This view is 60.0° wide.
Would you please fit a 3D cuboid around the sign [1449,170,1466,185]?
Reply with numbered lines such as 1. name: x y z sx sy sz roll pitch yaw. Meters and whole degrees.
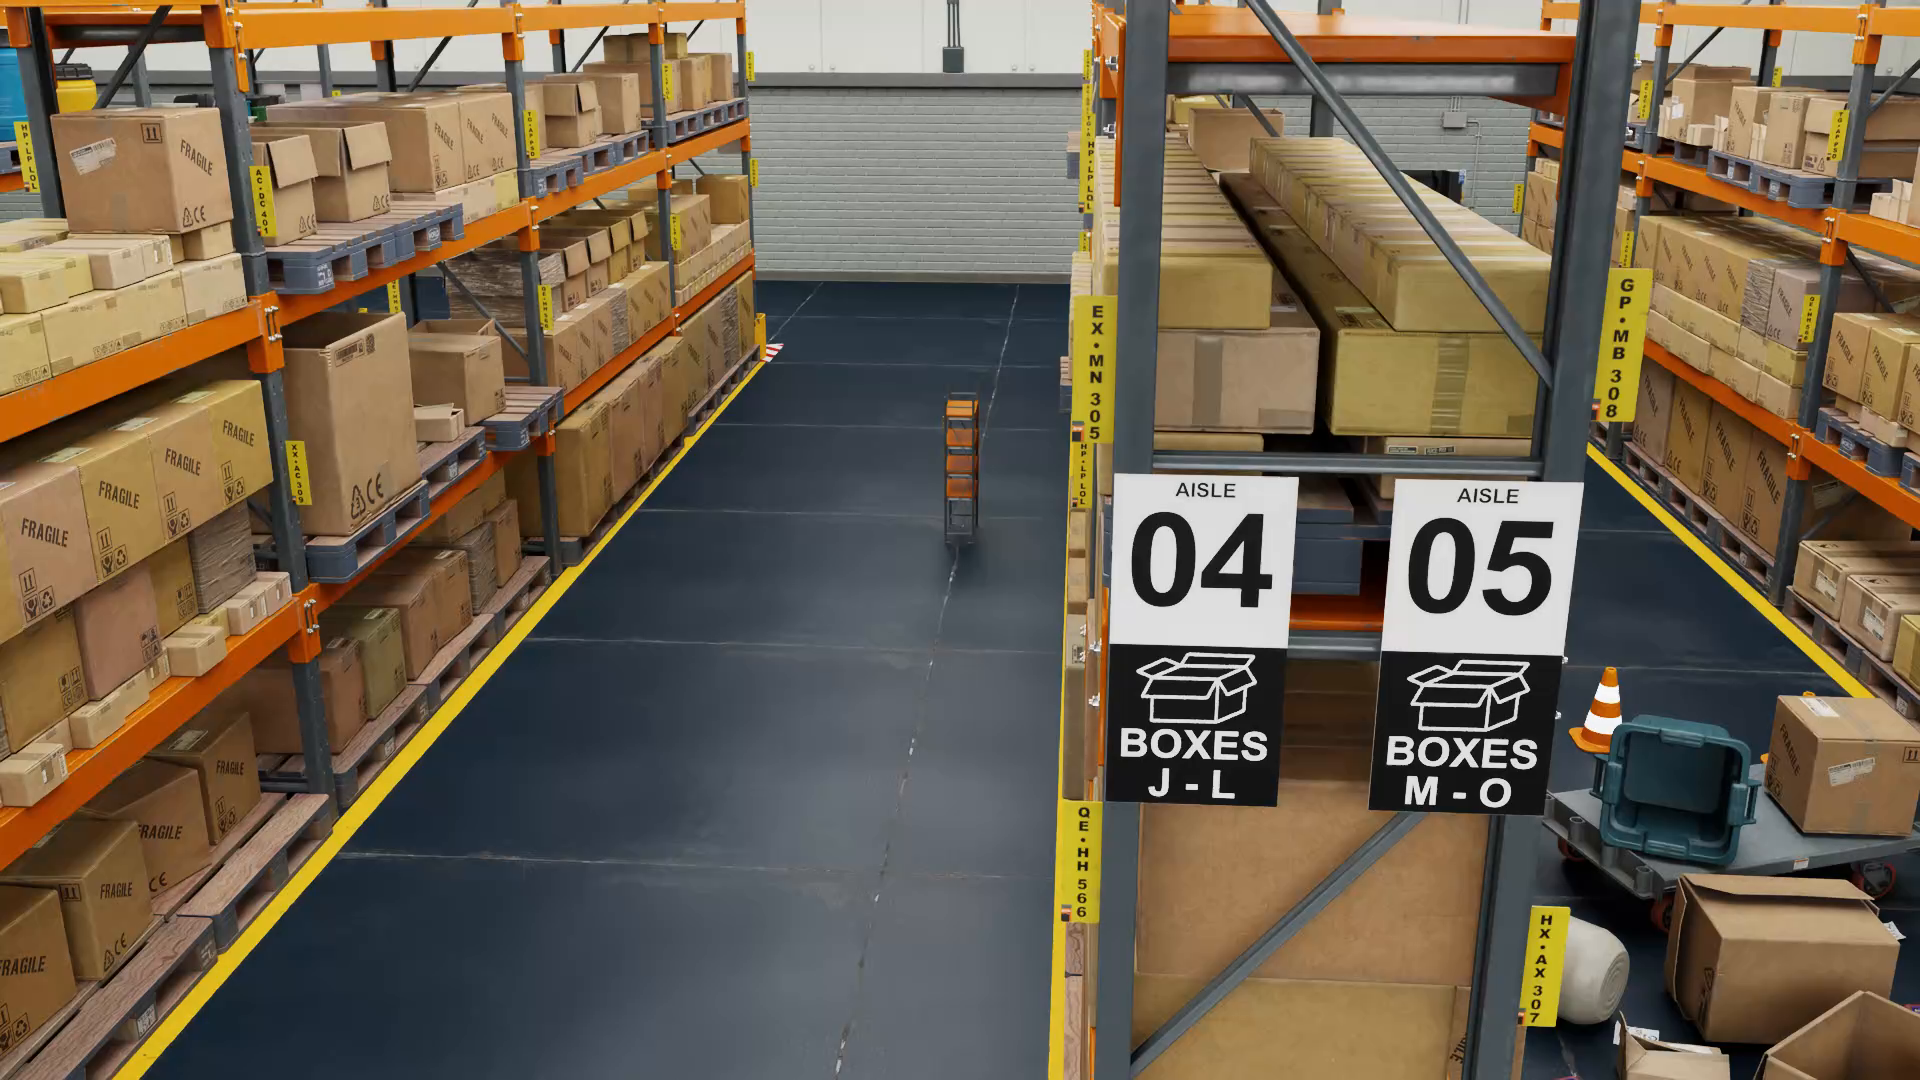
1. sign: 7.265 -5.335 24.454 0.327 0.218 0.001 1 18 4

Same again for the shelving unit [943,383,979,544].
1. shelving unit: 0.012 -0.622 13.393 0.258 1.200 0.503 1 18 4

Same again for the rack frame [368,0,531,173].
1. rack frame: -3.530 -4.022 11.247 1.000 3.000 0.127 1 18 4

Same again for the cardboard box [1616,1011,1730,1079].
1. cardboard box: 2.837 2.087 6.627 0.396 0.266 0.258 4 19 13

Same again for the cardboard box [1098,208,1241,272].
1. cardboard box: 0.576 -0.827 4.599 0.380 0.149 0.250 2 18 5

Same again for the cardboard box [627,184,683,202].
1. cardboard box: -3.328 -3.623 18.222 0.500 0.500 0.500 1 18 2

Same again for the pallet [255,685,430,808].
1. pallet: -3.763 1.154 9.562 1.003 0.211 1.213 1 18 4

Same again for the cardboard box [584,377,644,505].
1. cardboard box: -3.389 -0.852 13.944 1.225 0.875 0.875 1 18 4

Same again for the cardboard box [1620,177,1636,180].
1. cardboard box: 6.500 -3.522 16.546 0.380 0.149 0.250 1 18 3

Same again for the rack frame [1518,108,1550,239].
1. rack frame: 6.928 -3.435 19.089 1.000 3.000 0.127 1 18 4

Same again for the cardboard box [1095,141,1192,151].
1. cardboard box: 0.740 -1.534 6.759 0.380 0.149 0.250 1 18 3

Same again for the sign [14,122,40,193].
1. sign: -4.371 -1.799 7.815 0.100 0.325 0.005 1 18 4

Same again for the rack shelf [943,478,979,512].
1. rack shelf: 0.012 -0.369 13.476 0.258 0.148 0.480 1 18 4

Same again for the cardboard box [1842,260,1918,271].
1. cardboard box: 6.659 -1.775 12.256 0.500 0.500 0.500 1 18 4

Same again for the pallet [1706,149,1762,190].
1. pallet: 6.425 -2.835 12.742 1.003 0.211 1.213 2 18 6

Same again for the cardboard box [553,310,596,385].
1. cardboard box: -3.189 -1.524 13.097 0.500 0.500 0.500 1 18 2

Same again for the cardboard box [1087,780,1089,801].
1. cardboard box: 0.947 1.497 6.775 0.875 0.875 0.875 1 18 4

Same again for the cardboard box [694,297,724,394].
1. cardboard box: -3.052 -2.086 17.711 0.875 0.875 0.875 1 18 4

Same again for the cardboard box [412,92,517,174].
1. cardboard box: -3.315 -2.728 11.151 0.500 0.500 0.500 2 18 5

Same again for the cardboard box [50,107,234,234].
1. cardboard box: -3.595 -1.636 7.339 0.500 0.500 0.500 1 18 2

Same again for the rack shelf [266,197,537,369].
1. rack shelf: -3.674 -1.634 9.930 1.077 0.370 4.000 1 18 4

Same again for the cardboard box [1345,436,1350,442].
1. cardboard box: 1.216 -0.354 4.438 0.380 0.149 0.250 1 18 4

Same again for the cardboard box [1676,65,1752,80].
1. cardboard box: 6.892 -4.091 15.277 0.500 0.500 0.500 2 18 5

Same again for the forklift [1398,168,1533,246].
1. forklift: 3.443 -1.212 12.415 1.130 2.935 3.031 -5 19 -15

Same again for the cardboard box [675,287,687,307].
1. cardboard box: -2.891 -2.379 16.269 0.380 0.149 0.250 1 18 4

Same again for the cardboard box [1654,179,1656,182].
1. cardboard box: 6.964 -3.514 16.521 0.380 0.149 0.250 1 18 4

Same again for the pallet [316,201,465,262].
1. pallet: -3.595 -1.777 9.513 1.213 0.211 1.003 1 18 4

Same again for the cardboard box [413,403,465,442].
1. cardboard box: -3.381 -0.783 10.538 0.396 0.266 0.258 1 18 2

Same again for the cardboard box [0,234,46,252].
1. cardboard box: -4.140 -1.210 7.083 0.380 0.149 0.250 1 18 4

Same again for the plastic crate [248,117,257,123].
1. plastic crate: -7.798 -4.420 17.700 0.437 0.136 0.530 1 18 4

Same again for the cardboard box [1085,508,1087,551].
1. cardboard box: 0.930 -0.160 8.932 0.500 0.500 0.500 1 18 3

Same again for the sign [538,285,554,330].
1. sign: -2.988 -1.675 11.985 0.100 0.325 0.005 1 18 4

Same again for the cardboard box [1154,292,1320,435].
1. cardboard box: 0.592 -0.446 4.077 0.500 0.250 0.500 2 18 5

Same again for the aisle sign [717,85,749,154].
1. aisle sign: -2.653 -4.907 19.407 0.394 0.787 0.004 1 18 4

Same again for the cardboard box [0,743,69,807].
1. cardboard box: -3.641 0.886 6.306 0.380 0.149 0.250 1 18 4

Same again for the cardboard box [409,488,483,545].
1. cardboard box: -3.576 -0.175 11.244 0.500 0.250 0.500 3 18 10

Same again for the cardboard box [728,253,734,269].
1. cardboard box: -2.726 -3.102 18.475 0.380 0.149 0.250 1 18 3

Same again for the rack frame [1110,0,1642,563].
1. rack frame: 0.836 -1.396 3.230 1.000 3.000 0.127 1 18 4

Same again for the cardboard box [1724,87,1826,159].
1. cardboard box: 6.191 -3.177 12.648 0.500 0.500 0.500 1 18 4

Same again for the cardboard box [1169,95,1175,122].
1. cardboard box: 1.729 -3.226 12.243 0.396 0.266 0.258 1 18 4

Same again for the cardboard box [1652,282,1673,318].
1. cardboard box: 6.319 -2.066 14.349 0.500 0.250 0.500 2 18 5

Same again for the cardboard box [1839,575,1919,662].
1. cardboard box: 6.259 0.503 10.615 0.950 0.372 0.625 1 18 3

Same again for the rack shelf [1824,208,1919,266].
1. rack shelf: 6.211 -1.413 9.255 1.077 0.370 4.000 1 18 4

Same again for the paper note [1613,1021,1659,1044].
1. paper note: 2.851 2.090 7.008 0.172 0.023 0.155 8 20 23

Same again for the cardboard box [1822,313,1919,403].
1. cardboard box: 6.091 -1.204 10.968 0.500 0.500 0.500 1 18 2

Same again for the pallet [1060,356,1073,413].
1. pallet: 1.354 -1.162 12.460 1.213 0.211 1.003 1 18 4

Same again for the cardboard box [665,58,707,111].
1. cardboard box: -3.025 -4.704 17.150 0.700 0.500 0.500 2 18 6

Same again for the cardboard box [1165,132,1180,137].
1. cardboard box: 1.138 -2.440 10.542 0.500 0.311 0.500 1 18 4

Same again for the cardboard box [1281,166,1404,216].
1. cardboard box: 1.323 -1.206 5.758 0.380 0.149 0.250 1 18 3

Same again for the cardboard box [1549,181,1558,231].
1. cardboard box: 6.550 -3.494 17.503 0.500 0.500 0.500 1 18 3

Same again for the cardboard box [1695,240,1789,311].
1. cardboard box: 6.245 -2.110 13.279 0.500 0.500 0.500 1 18 3

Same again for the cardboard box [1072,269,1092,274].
1. cardboard box: 1.136 -2.199 14.091 0.380 0.149 0.250 1 18 3

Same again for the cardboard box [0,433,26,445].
1. cardboard box: -4.174 -0.149 6.815 0.500 0.500 0.500 1 18 4

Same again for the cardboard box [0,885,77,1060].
1. cardboard box: -3.970 1.727 6.674 0.500 0.500 0.500 3 18 9

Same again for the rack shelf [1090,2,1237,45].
1. rack shelf: 1.553 -3.970 12.883 1.077 0.370 4.000 1 18 4
